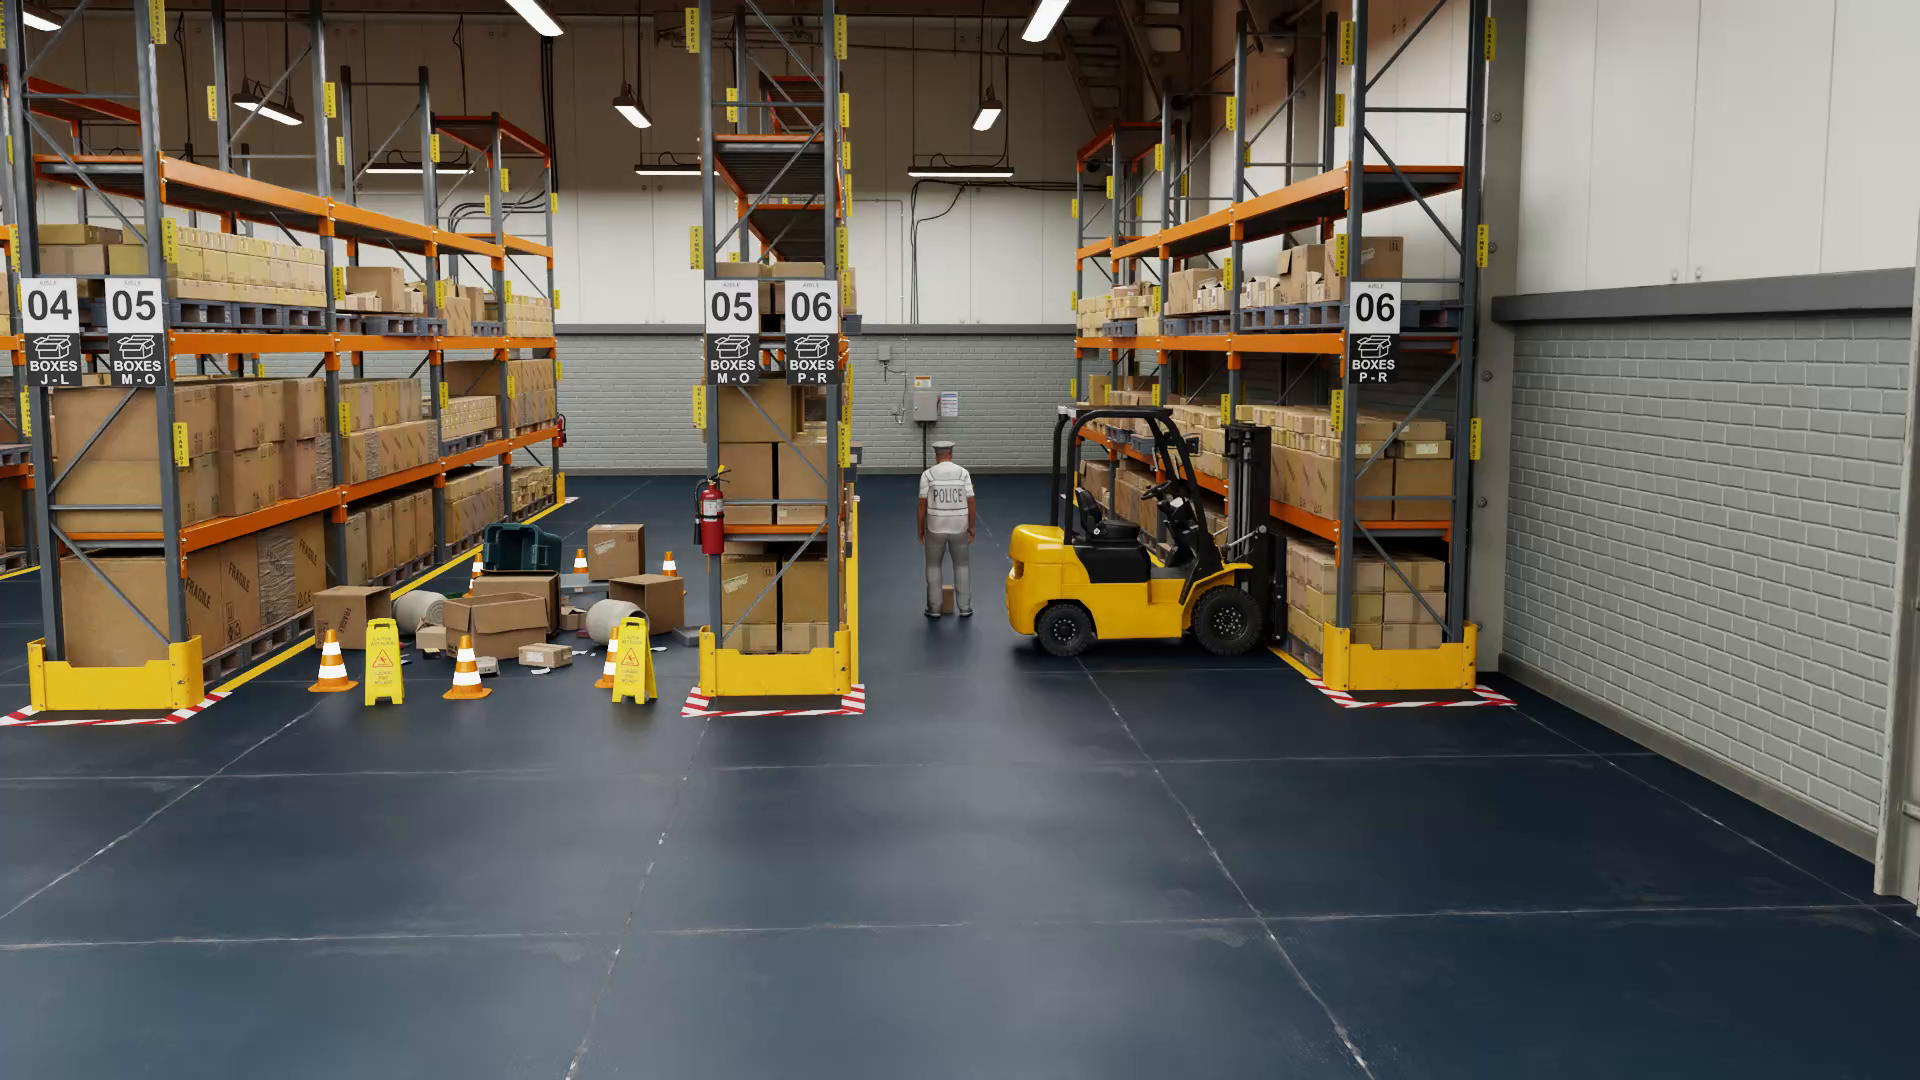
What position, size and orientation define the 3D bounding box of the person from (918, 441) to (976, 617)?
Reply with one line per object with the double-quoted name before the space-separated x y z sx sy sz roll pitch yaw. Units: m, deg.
"person" -0.133 -0.108 16.613 0.587 1.748 0.441 -1 7 -7
